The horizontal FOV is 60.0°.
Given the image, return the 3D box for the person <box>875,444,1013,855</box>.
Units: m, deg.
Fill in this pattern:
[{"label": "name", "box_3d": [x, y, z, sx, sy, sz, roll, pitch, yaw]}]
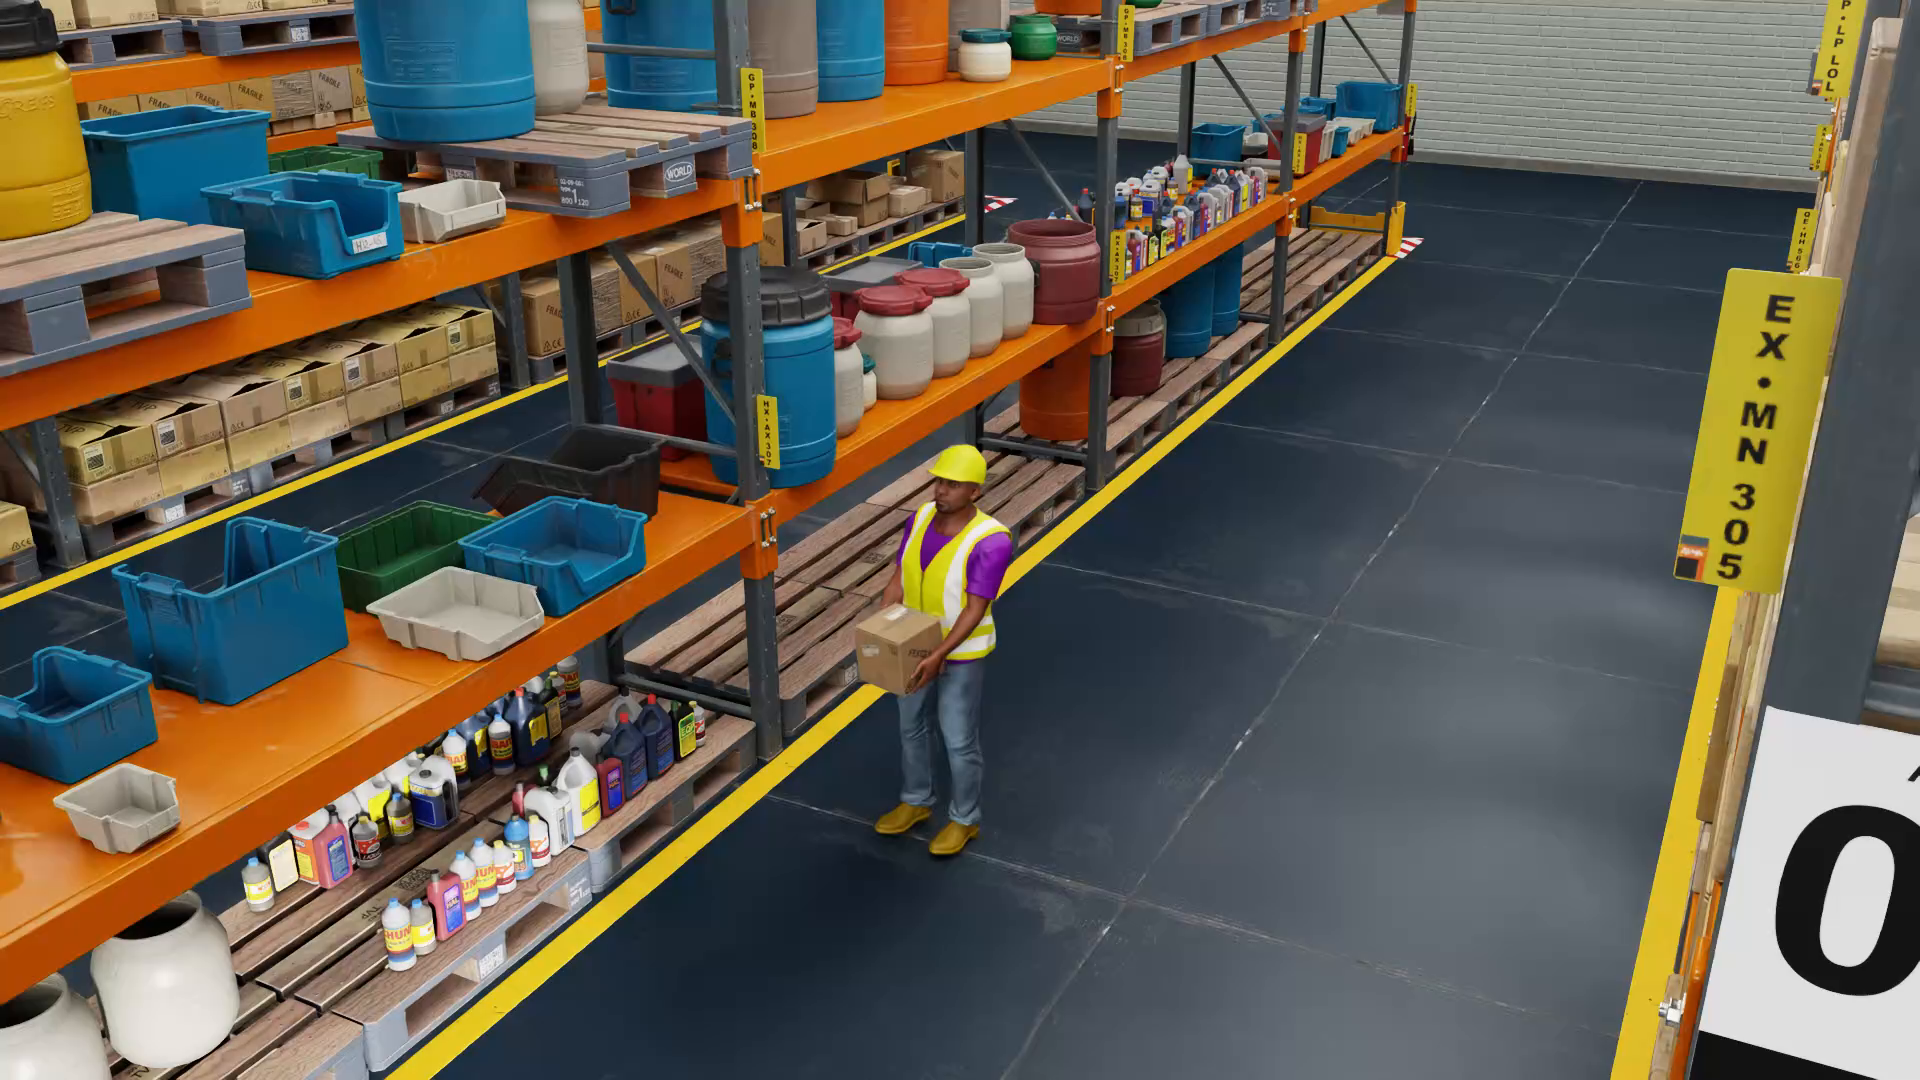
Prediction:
[{"label": "person", "box_3d": [-0.108, 0.479, 6.911, 0.520, 1.767, 0.566, 19, 29, 38]}]
